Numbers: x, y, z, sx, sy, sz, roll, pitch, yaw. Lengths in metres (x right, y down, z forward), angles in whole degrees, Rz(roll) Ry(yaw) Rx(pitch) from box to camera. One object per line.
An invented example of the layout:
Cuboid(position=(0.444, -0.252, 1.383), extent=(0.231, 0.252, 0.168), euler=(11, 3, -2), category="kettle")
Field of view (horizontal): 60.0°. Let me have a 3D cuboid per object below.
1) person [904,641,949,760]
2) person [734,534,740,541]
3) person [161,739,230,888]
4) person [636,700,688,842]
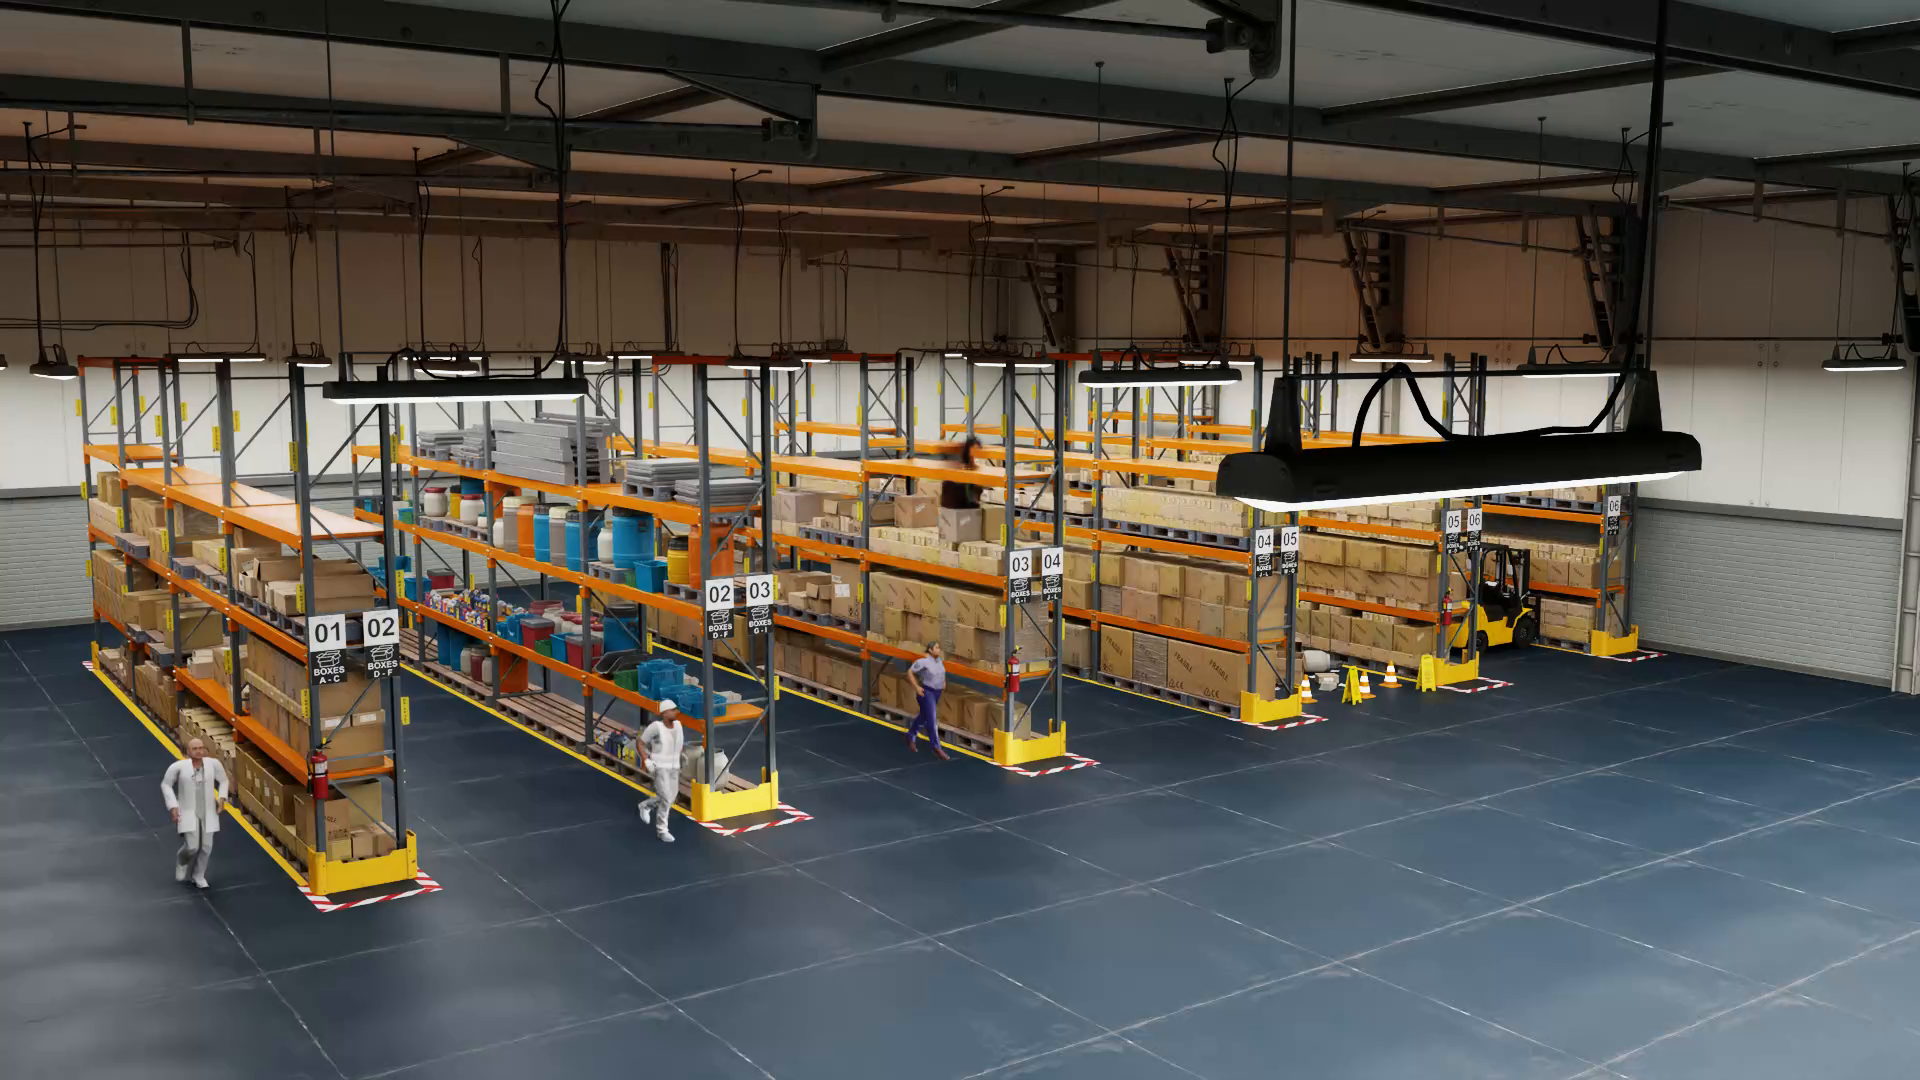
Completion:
Cuboid(position=(-0.439, 2.316, 24.320), extent=(0.867, 1.673, 0.641), euler=(5, 8, 33), category="person")
Cuboid(position=(-5.394, 0.681, 39.535), extent=(0.765, 1.778, 0.954), euler=(-2, 7, -17), category="person")
Cuboid(position=(-8.806, 3.149, 19.246), extent=(0.718, 1.736, 0.614), euler=(-6, 9, -40), category="person")
Cuboid(position=(-3.805, 2.909, 21.290), extent=(0.776, 1.741, 0.725), euler=(5, 9, 36), category="person")
